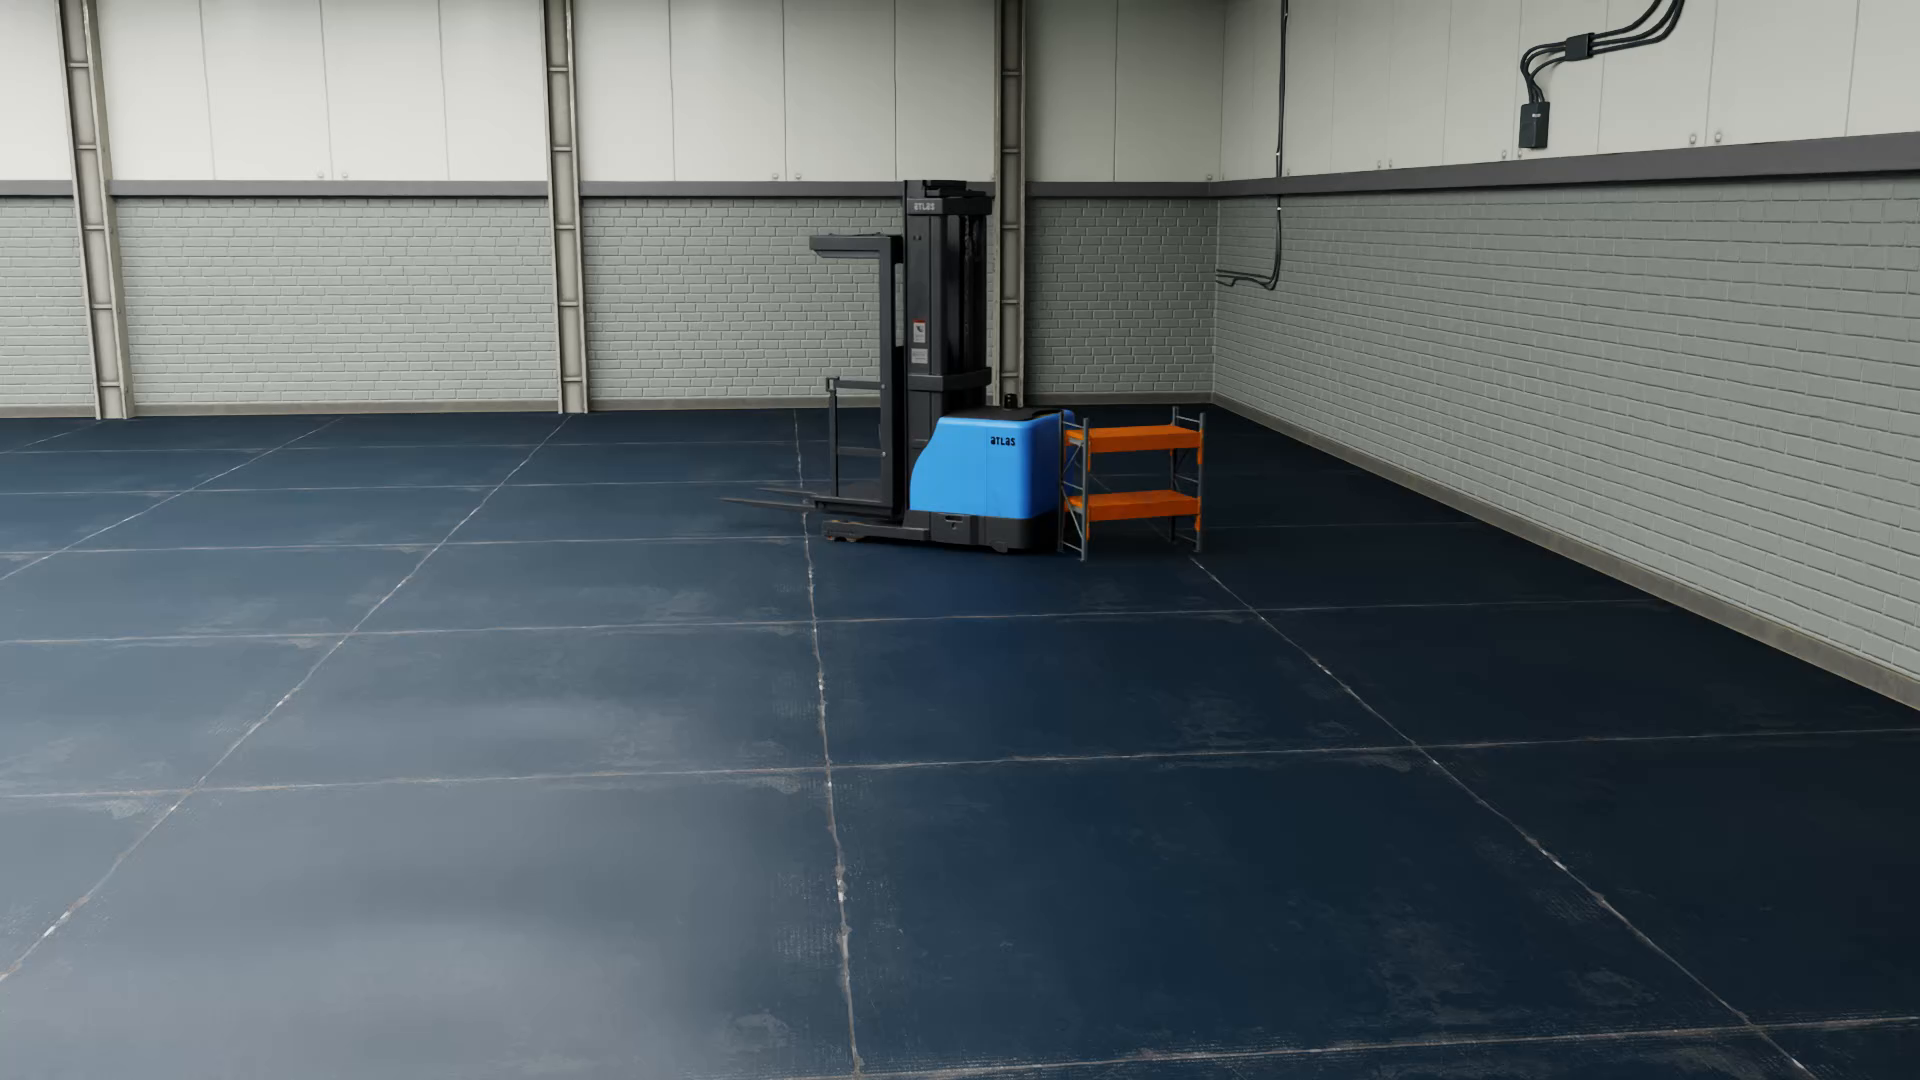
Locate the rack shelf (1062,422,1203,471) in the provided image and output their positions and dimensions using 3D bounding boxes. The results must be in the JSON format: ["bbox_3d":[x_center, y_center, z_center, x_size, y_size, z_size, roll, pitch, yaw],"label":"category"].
[{"bbox_3d":[1.366,-0.748,13.238,1.000,0.278,0.538,-4,12,-21],"label":"rack shelf"}]

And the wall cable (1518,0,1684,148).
[{"bbox_3d":[4.760,-5.953,12.004,0.169,6.003,2.305,-1,11,-6],"label":"wall cable"}]

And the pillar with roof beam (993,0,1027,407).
[{"bbox_3d":[1.144,-5.472,18.372,0.400,9.000,9.100,-1,11,-6],"label":"pillar with roof beam"}]

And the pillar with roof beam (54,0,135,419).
[{"bbox_3d":[-10.786,-5.222,17.101,0.400,9.000,9.100,-1,11,-6],"label":"pillar with roof beam"}]

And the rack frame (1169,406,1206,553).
[{"bbox_3d":[1.841,-0.496,13.473,0.032,1.125,0.500,-4,12,-21],"label":"rack frame"}]

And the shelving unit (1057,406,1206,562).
[{"bbox_3d":[1.366,-0.461,13.295,1.048,1.125,0.538,-4,12,-21],"label":"shelving unit"}]

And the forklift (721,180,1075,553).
[{"bbox_3d":[-0.588,-1.509,13.944,3.031,2.935,1.130,5,12,26],"label":"forklift"}]

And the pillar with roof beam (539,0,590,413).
[{"bbox_3d":[-4.821,-5.347,17.737,0.400,9.000,9.100,-1,11,-6],"label":"pillar with roof beam"}]

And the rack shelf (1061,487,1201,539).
[{"bbox_3d":[1.366,-0.221,13.342,1.000,0.278,0.538,-4,12,-21],"label":"rack shelf"}]

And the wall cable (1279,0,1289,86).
[{"bbox_3d":[4.043,-6.541,18.767,0.112,2.526,3.097,-1,11,-6],"label":"wall cable"}]

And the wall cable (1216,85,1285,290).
[{"bbox_3d":[3.751,-4.581,21.894,0.112,2.526,3.097,-1,11,-6],"label":"wall cable"}]

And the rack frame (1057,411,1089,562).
[{"bbox_3d":[0.892,-0.425,13.116,0.032,1.125,0.500,-4,12,-21],"label":"rack frame"}]
